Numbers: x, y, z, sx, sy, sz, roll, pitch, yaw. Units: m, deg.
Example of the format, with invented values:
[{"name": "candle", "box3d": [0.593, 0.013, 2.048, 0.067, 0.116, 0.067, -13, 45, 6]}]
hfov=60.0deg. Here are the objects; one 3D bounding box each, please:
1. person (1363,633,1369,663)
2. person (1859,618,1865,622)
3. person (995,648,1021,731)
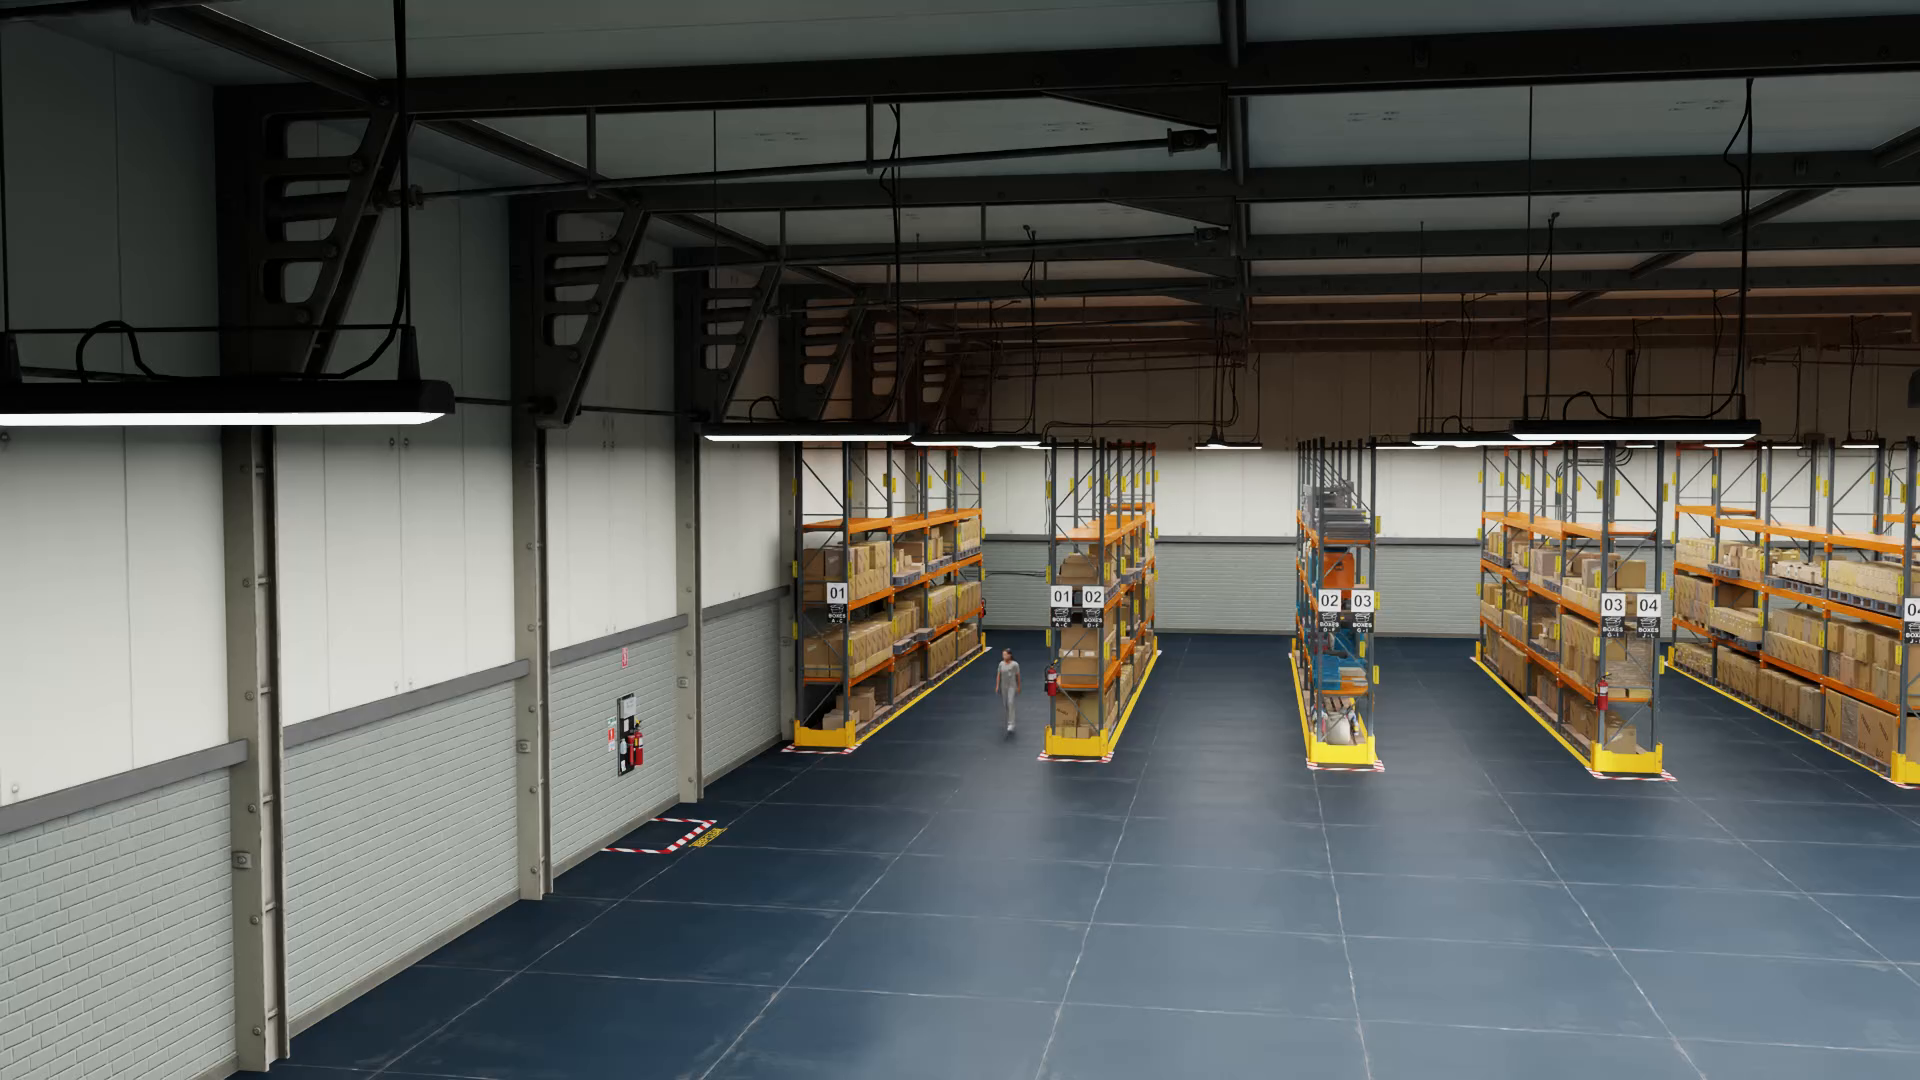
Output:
[{"name": "person", "box3d": [10.823, 2.475, 45.133, 0.522, 1.731, 0.564, -2, 4, -35]}, {"name": "person", "box3d": [22.321, 2.673, 40.913, 0.537, 1.792, 0.533, -1, 3, -17]}, {"name": "person", "box3d": [0.964, 3.077, 34.250, 0.520, 1.666, 0.771, 1, 3, 26]}]
